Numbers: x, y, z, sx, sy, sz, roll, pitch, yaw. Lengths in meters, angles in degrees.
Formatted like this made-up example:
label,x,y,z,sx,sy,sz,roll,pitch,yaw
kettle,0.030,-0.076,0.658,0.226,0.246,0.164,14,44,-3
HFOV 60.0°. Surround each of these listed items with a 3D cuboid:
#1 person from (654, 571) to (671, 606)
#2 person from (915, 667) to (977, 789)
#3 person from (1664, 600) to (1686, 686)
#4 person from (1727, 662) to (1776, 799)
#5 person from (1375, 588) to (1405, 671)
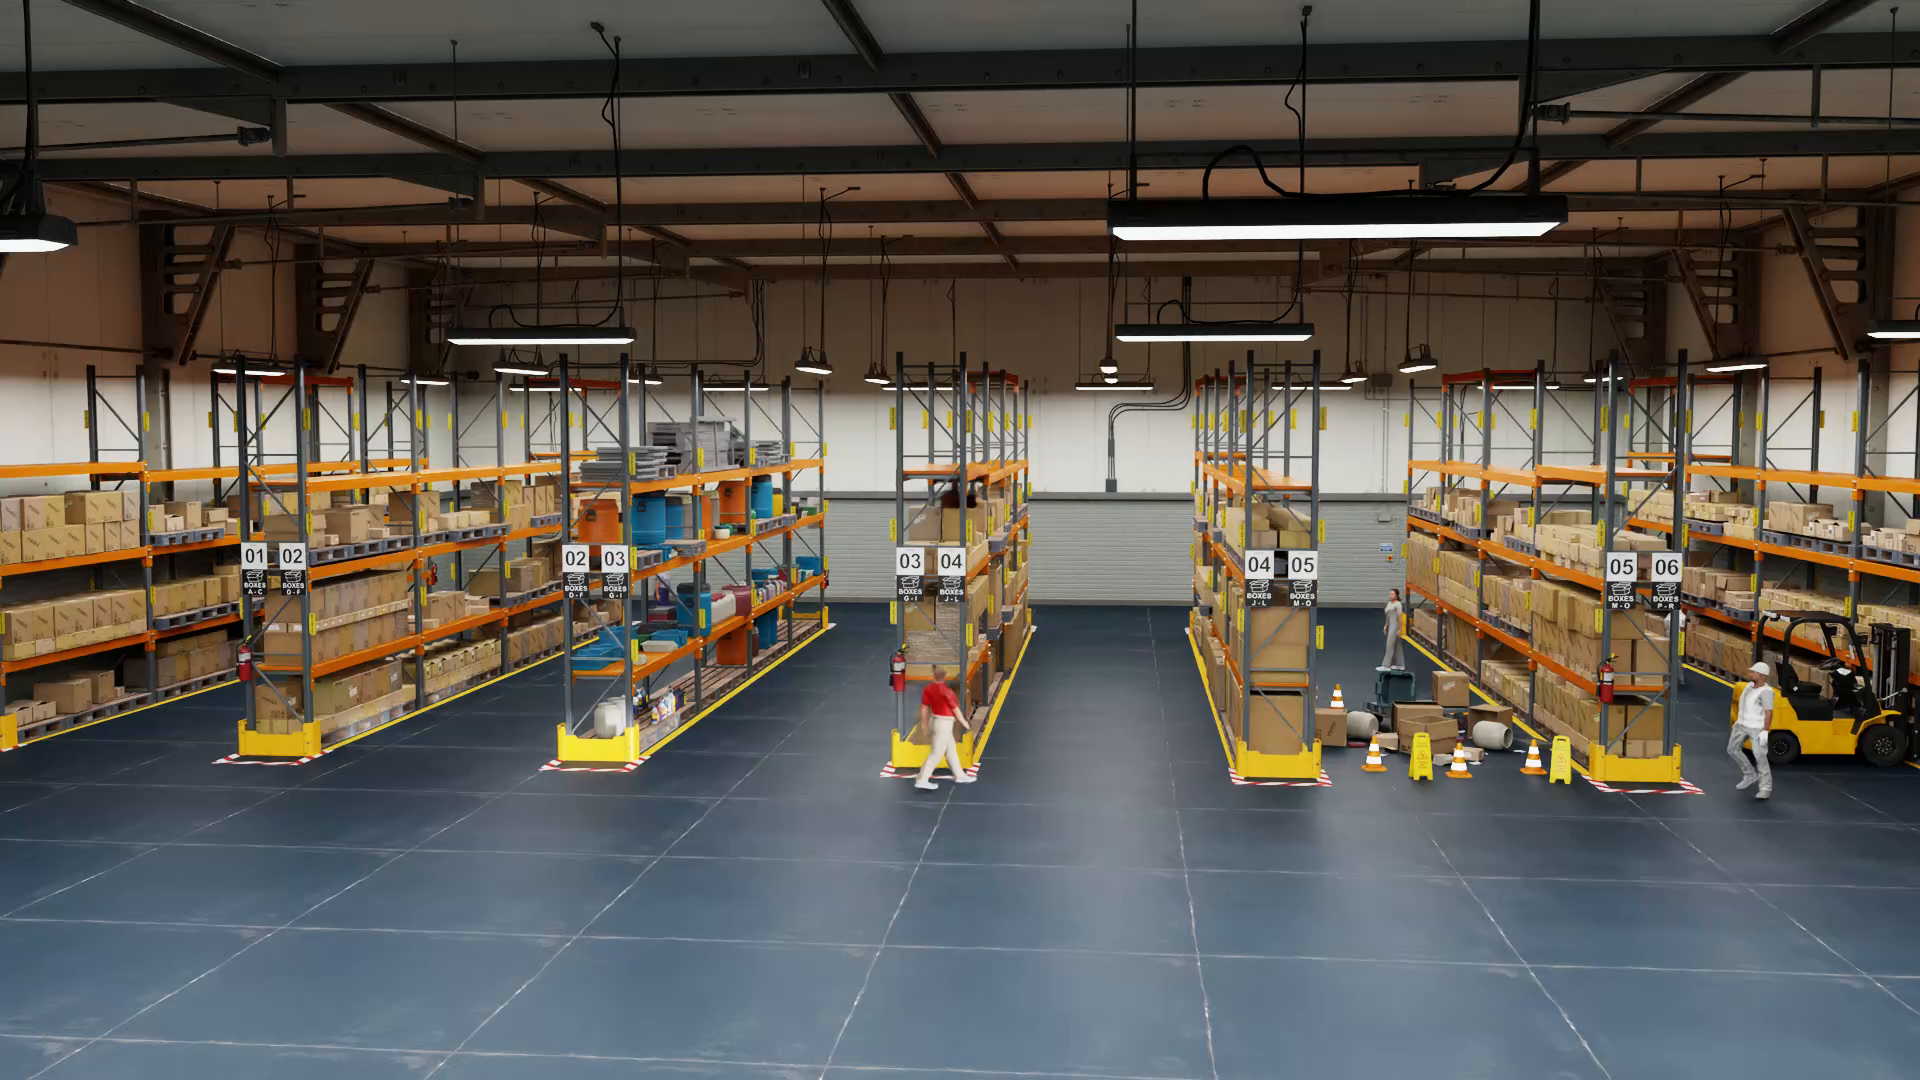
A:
label,x,y,z,sx,sy,sz,roll,pitch,yaw
person,-7.138,1.331,40.199,0.486,1.672,0.509,1,4,15
person,-0.161,2.540,22.652,0.979,1.660,0.520,-2,4,-23
person,13.568,1.922,31.586,0.425,1.691,0.483,1,4,15
person,10.640,2.515,22.269,0.407,1.783,0.680,-1,4,-16
person,8.661,1.797,33.472,0.624,1.659,0.492,0,4,5
